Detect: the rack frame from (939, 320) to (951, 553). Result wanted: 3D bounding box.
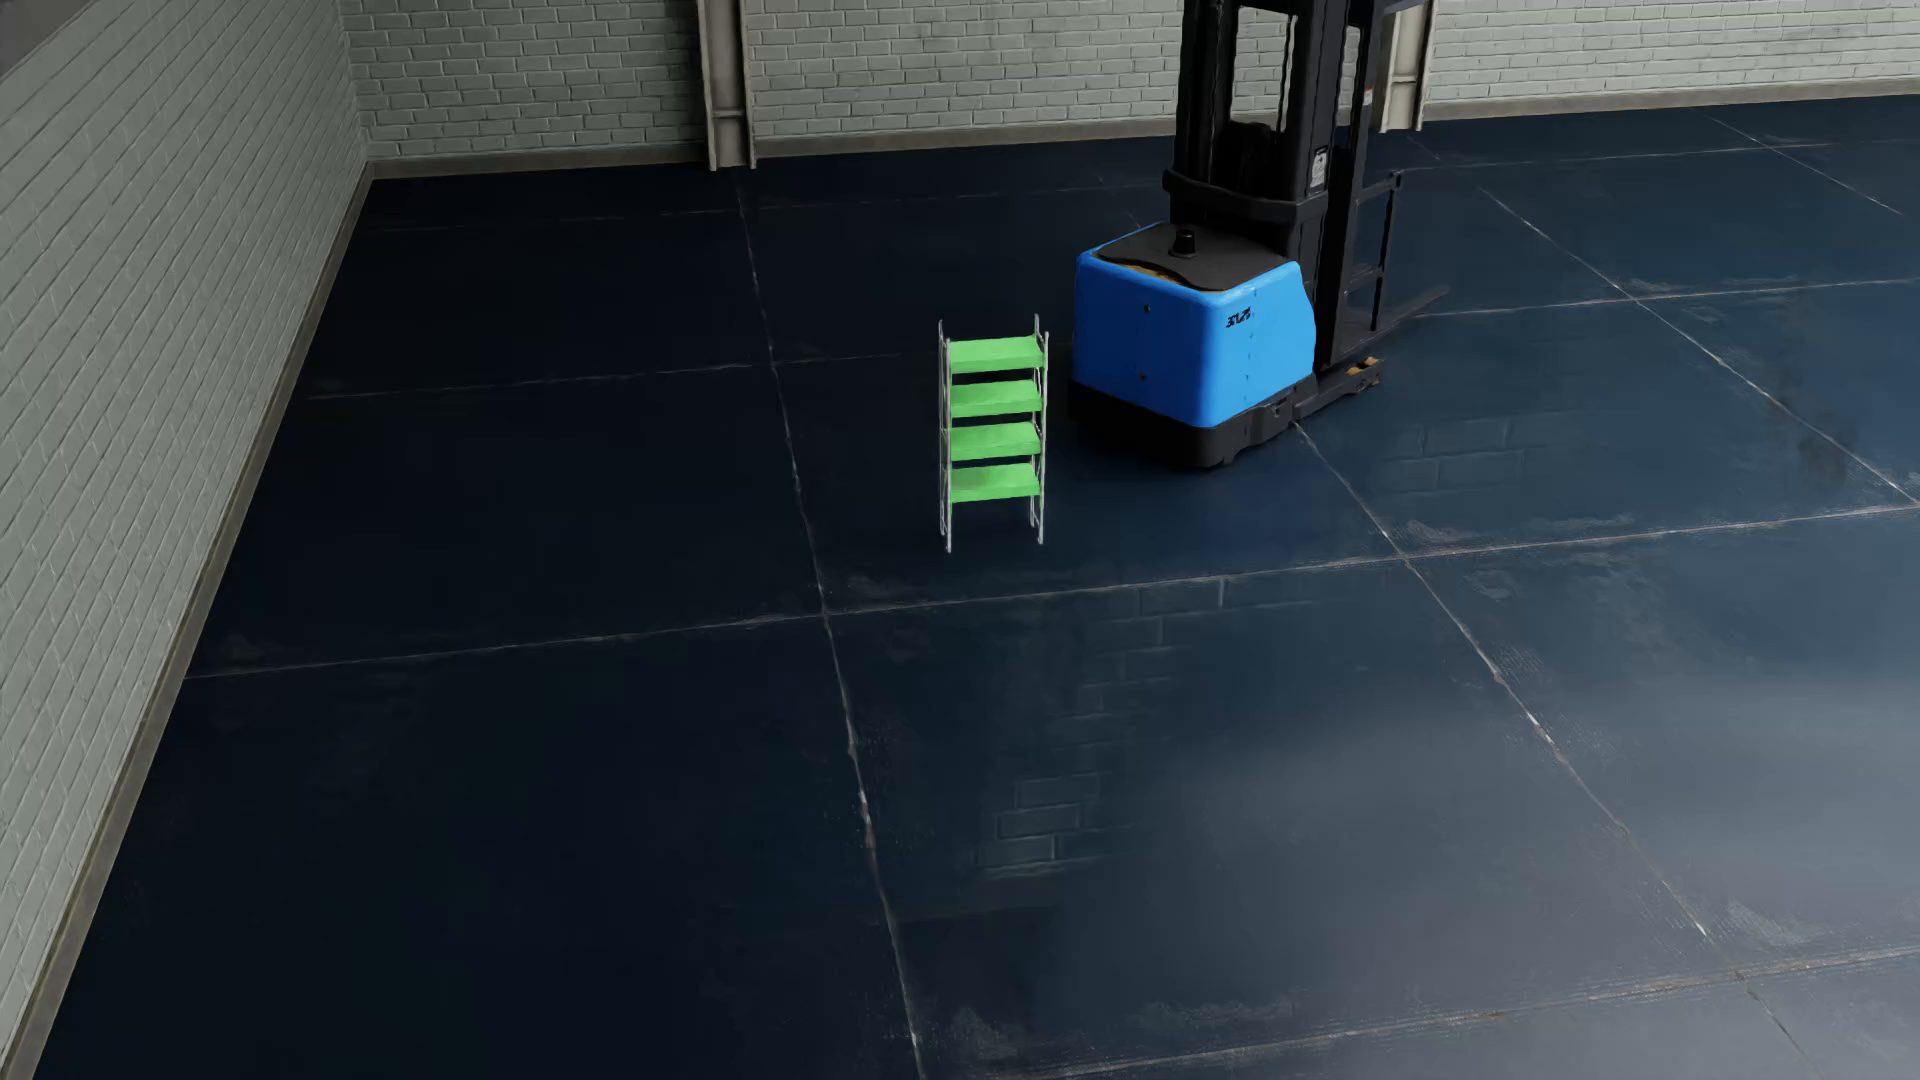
[{"bbox_3d":[-0.077,-0.510,8.434,0.015,1.200,0.240,-5,31,-9],"label":"rack frame"}]

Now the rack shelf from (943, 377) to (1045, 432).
[{"bbox_3d":[0.163,-0.684,8.382,0.480,0.148,0.258,-5,31,-9],"label":"rack shelf"}]

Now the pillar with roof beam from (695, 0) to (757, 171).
[{"bbox_3d":[-1.173,-4.948,8.286,0.400,9.000,9.100,-5,31,-9],"label":"pillar with roof beam"}]

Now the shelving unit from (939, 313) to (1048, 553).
[{"bbox_3d":[0.163,-0.532,8.472,0.503,1.200,0.258,-5,31,-9],"label":"shelving unit"}]

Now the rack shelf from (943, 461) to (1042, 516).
[{"bbox_3d":[0.163,-0.270,8.626,0.480,0.148,0.258,-5,31,-9],"label":"rack shelf"}]

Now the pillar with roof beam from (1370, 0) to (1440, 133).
[{"bbox_3d":[4.729,-5.495,9.218,0.400,9.000,9.100,-5,31,-9],"label":"pillar with roof beam"}]

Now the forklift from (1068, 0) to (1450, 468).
[{"bbox_3d":[2.018,-2.323,9.809,1.130,2.935,3.031,26,39,36],"label":"forklift"}]

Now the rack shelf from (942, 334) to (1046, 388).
[{"bbox_3d":[0.163,-0.891,8.261,0.480,0.148,0.258,-5,31,-9],"label":"rack shelf"}]

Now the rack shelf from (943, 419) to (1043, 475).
[{"bbox_3d":[0.163,-0.477,8.504,0.480,0.148,0.258,-5,31,-9],"label":"rack shelf"}]

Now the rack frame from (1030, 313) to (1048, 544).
[{"bbox_3d":[0.403,-0.555,8.509,0.015,1.200,0.240,-5,31,-9],"label":"rack frame"}]
